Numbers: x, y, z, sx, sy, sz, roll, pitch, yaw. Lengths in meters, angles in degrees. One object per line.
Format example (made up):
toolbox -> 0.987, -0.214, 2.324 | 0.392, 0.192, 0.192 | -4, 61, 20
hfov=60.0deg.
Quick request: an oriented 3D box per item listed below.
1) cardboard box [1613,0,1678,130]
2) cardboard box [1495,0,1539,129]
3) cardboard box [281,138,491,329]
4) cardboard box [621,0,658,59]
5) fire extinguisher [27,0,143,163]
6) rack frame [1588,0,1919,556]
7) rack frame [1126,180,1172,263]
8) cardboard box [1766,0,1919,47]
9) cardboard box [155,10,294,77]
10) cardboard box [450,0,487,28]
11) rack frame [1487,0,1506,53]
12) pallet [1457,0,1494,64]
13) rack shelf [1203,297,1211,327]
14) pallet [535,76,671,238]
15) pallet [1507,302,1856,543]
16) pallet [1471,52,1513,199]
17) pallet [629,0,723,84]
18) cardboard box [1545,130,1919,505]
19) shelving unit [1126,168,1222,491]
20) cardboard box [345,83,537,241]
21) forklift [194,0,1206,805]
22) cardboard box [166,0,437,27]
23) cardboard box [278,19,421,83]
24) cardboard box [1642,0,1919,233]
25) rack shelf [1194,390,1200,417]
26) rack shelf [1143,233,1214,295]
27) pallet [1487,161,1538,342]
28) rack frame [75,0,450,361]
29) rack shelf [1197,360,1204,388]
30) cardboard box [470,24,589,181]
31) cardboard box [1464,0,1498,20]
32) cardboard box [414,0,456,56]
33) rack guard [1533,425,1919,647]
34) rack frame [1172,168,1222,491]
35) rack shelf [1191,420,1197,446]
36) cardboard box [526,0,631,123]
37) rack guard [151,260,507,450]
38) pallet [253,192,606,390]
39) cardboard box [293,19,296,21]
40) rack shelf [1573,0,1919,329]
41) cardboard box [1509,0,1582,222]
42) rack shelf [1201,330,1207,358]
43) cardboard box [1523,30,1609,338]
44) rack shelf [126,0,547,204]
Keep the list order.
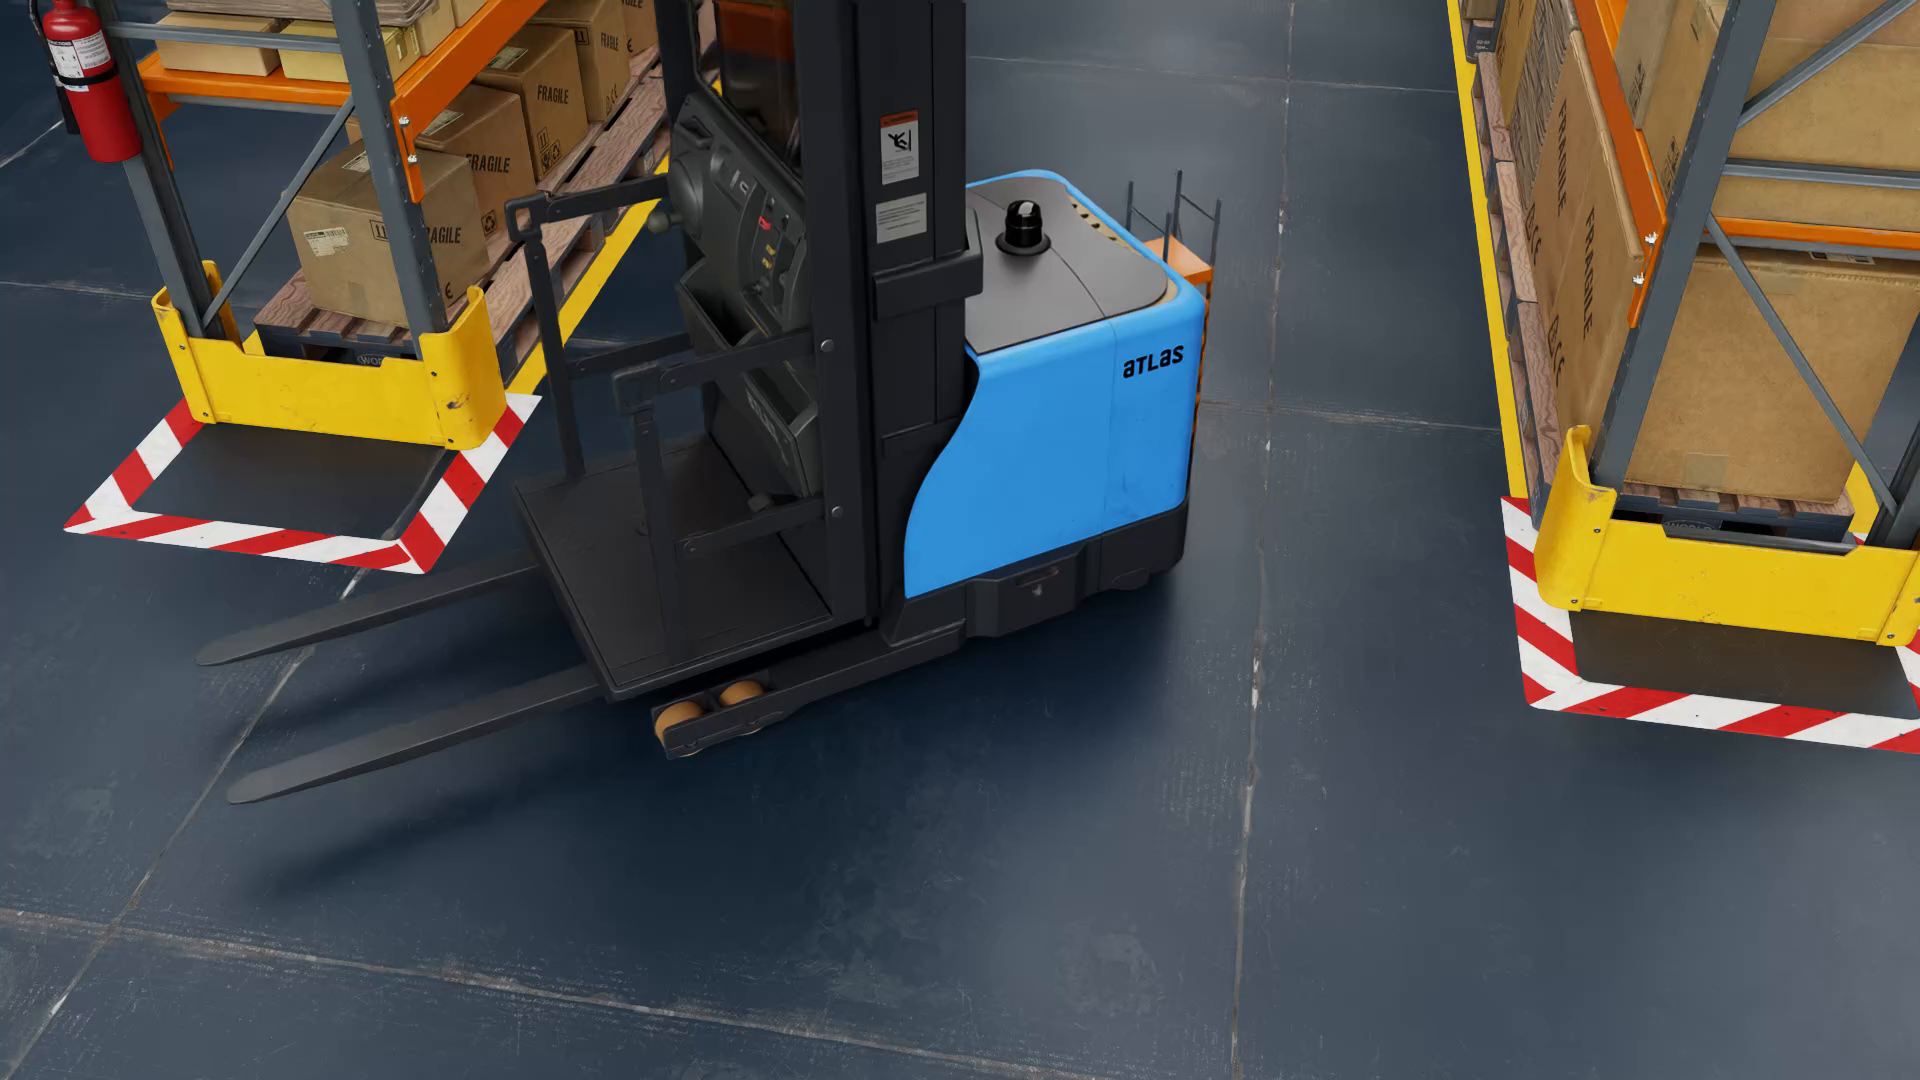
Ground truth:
cardboard box -> 2.619, -1.638, 5.260 | 0.875, 0.550, 0.550 | 6, 40, 8
cardboard box -> 3.040, -2.461, 7.711 | 0.875, 0.875, 0.875 | 7, 40, 8
cardboard box -> -2.217, -1.194, 6.472 | 0.500, 0.500, 0.500 | 14, 41, 16
cardboard box -> -1.850, -2.707, 8.302 | 0.500, 0.500, 0.500 | 19, 43, 21
fire extinguisher -> -2.815, -1.554, 5.337 | 0.296, 0.674, 0.183 | 6, 40, 8
rack frame -> 2.526, -0.995, 4.599 | 1.000, 3.000, 0.127 | 6, 40, 8
rack frame -> 0.589, -0.601, 5.536 | 0.006, 1.200, 0.240 | -18, 43, -21
cardboard box -> 2.628, -1.698, 4.484 | 0.875, 0.550, 0.550 | 6, 40, 8
cardboard box -> -2.496, -1.710, 5.661 | 0.380, 0.149, 0.250 | 6, 40, 8
cardboard box -> -1.937, -1.971, 5.977 | 0.380, 0.149, 0.250 | 6, 40, 8
rack frame -> 3.218, -3.505, 7.636 | 1.000, 3.000, 0.127 | 6, 40, 8
pallet -> 3.277, -2.923, 9.120 | 1.003, 0.211, 1.213 | 6, 40, 8
rack shelf -> 0.671, -0.779, 5.443 | 0.180, 0.103, 0.258 | -18, 43, -21
pallet -> -1.940, -1.848, 7.819 | 1.003, 0.211, 1.213 | 6, 40, 8
pallet -> 2.587, -0.431, 6.105 | 1.003, 0.211, 1.213 | 6, 40, 8
pallet -> 3.009, -1.962, 7.957 | 1.003, 0.211, 1.213 | 6, 40, 8
pallet -> -1.731, -2.616, 8.748 | 1.003, 0.211, 1.213 | 6, 40, 8
cardboard box -> 2.578, -0.771, 5.666 | 0.875, 0.875, 0.875 | 7, 40, 8
shelving unit -> 0.671, -0.628, 5.568 | 0.189, 1.200, 0.258 | -18, 43, -21
cardboard box -> -2.148, -1.573, 6.930 | 0.500, 0.500, 0.500 | 17, 42, 19
forklift -> -0.798, -0.868, 4.500 | 3.031, 2.935, 1.130 | -18, 43, -21
cardboard box -> -2.220, -2.101, 5.625 | 0.875, 0.500, 0.500 | 6, 40, 8
cardboard box -> -2.058, -1.661, 5.602 | 0.380, 0.149, 0.250 | 6, 40, 8
cardboard box -> 2.545, -1.291, 4.839 | 0.875, 0.550, 0.550 | 6, 40, 8
rack shelf -> 0.671, -0.501, 5.673 | 0.180, 0.103, 0.258 | -18, 43, -21
rack shelf -> 0.671, -0.871, 5.367 | 0.180, 0.103, 0.258 | -18, 43, -21
pallet -> 2.801, -1.194, 7.029 | 1.003, 0.211, 1.213 | 6, 40, 8
rack frame -> -2.342, -1.605, 5.338 | 1.000, 3.000, 0.127 | 6, 40, 8
rack shelf -> 0.671, -0.594, 5.596 | 0.180, 0.103, 0.258 | -18, 43, -21
cardboard box -> -2.021, -1.964, 7.403 | 0.500, 0.500, 0.500 | 10, 41, 12
cardboard box -> 3.237, -3.200, 8.702 | 1.050, 0.750, 0.750 | 6, 40, 7
cardboard box -> -1.995, -1.816, 5.789 | 0.380, 0.149, 0.250 | 6, 40, 8
rack guard -> 2.522, -0.016, 5.378 | 1.175, 0.500, 0.348 | 6, 40, 8
rack frame -> 0.752, -0.655, 5.600 | 0.006, 1.200, 0.240 | -18, 43, -21
rack shelf -> 0.671, -0.409, 5.749 | 0.180, 0.103, 0.258 | -18, 43, -21
cardboard box -> -1.880, -2.309, 7.821 | 0.500, 0.500, 0.500 | 3, 40, 4
rack guard -> -2.329, -0.690, 6.192 | 1.175, 0.500, 0.348 | 6, 40, 8
pallet -> -2.153, -1.084, 6.896 | 1.003, 0.211, 1.213 | 6, 40, 8
cardboard box -> -2.452, -1.867, 5.851 | 0.380, 0.149, 0.250 | 6, 40, 8
rack shelf -> 2.872, -1.973, 6.347 | 1.077, 0.370, 4.000 | 6, 40, 8
cardboard box -> 2.888, -1.895, 7.026 | 0.875, 0.875, 0.875 | 7, 40, 8
rack shelf -> 0.671, -0.686, 5.520 | 0.180, 0.103, 0.258 | -18, 43, -21
cardboard box -> 2.728, -1.323, 6.334 | 0.875, 0.875, 0.875 | 6, 40, 7
rack shelf -> -1.996, -2.583, 7.085 | 1.077, 0.370, 4.000 | 6, 40, 8
